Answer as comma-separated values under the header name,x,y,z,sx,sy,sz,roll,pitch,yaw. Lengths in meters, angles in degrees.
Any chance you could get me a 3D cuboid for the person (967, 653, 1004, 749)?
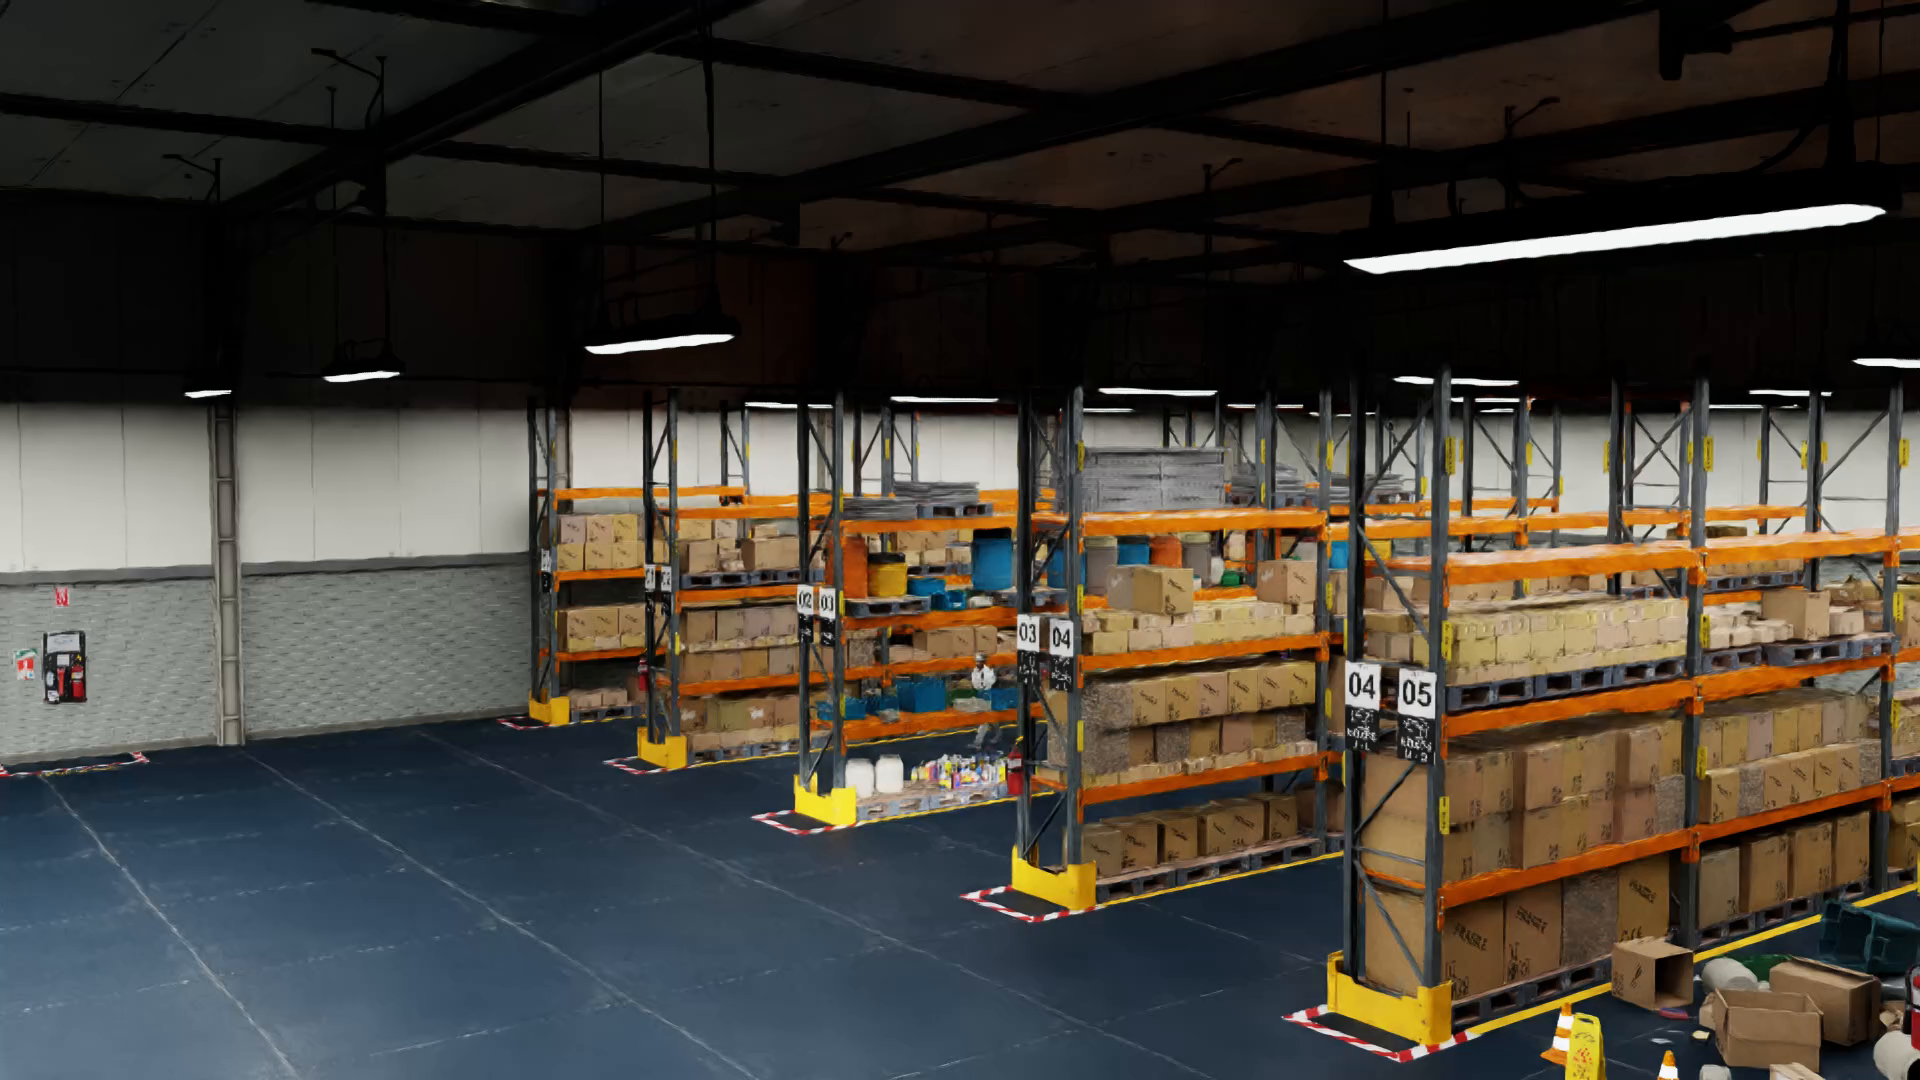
name,x,y,z,sx,sy,sz,roll,pitch,yaw
person,0.410,2.683,28.132,0.470,1.599,1.060,3,5,45
